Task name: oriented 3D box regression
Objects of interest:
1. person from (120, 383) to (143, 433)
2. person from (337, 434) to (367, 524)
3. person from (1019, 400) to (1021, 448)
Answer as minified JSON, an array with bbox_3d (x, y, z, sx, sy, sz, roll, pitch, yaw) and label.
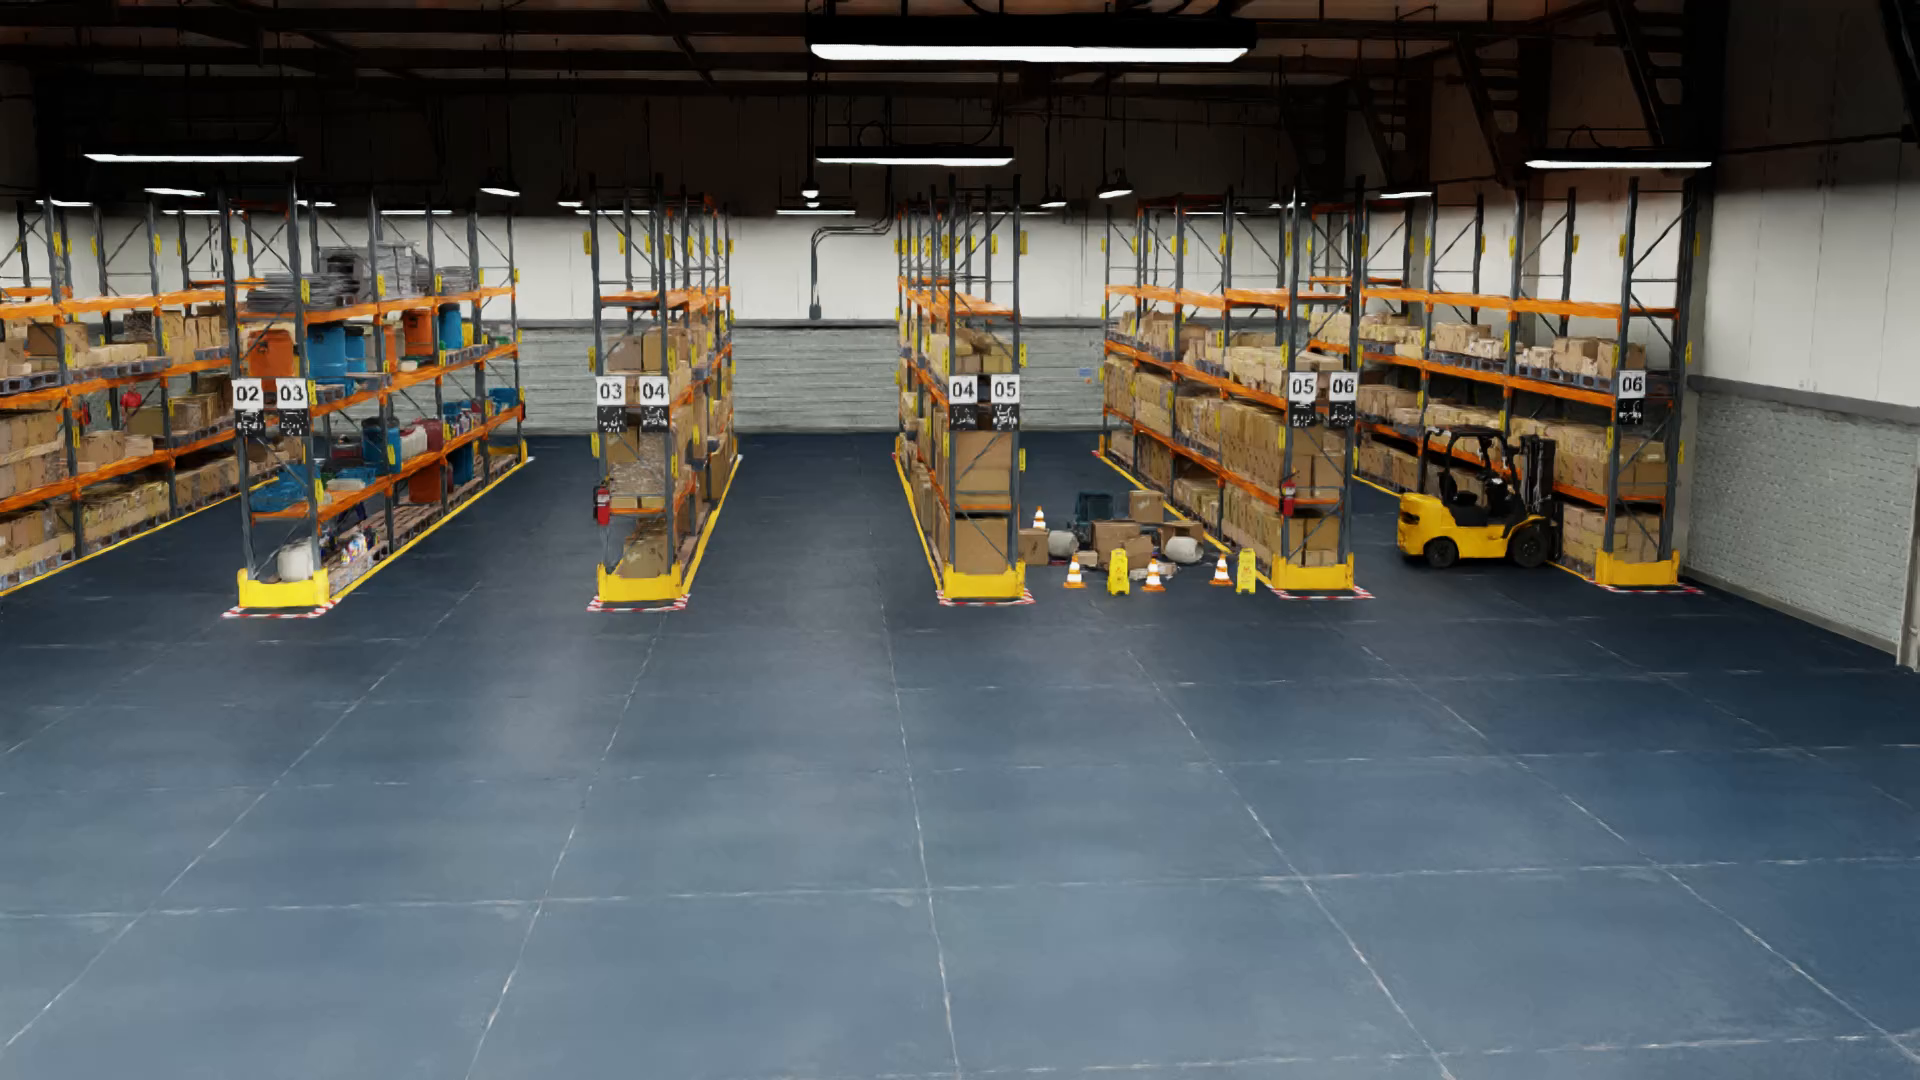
[{"bbox_3d":[-20.429,-3.012,40.838,0.530,1.719,0.730,8,13,40],"label":"person"},{"bbox_3d":[-11.191,-1.119,30.328,0.644,1.632,0.698,-3,11,-19],"label":"person"},{"bbox_3d":[1.191,-2.744,39.069,0.557,1.764,0.651,2,10,13],"label":"person"}]
